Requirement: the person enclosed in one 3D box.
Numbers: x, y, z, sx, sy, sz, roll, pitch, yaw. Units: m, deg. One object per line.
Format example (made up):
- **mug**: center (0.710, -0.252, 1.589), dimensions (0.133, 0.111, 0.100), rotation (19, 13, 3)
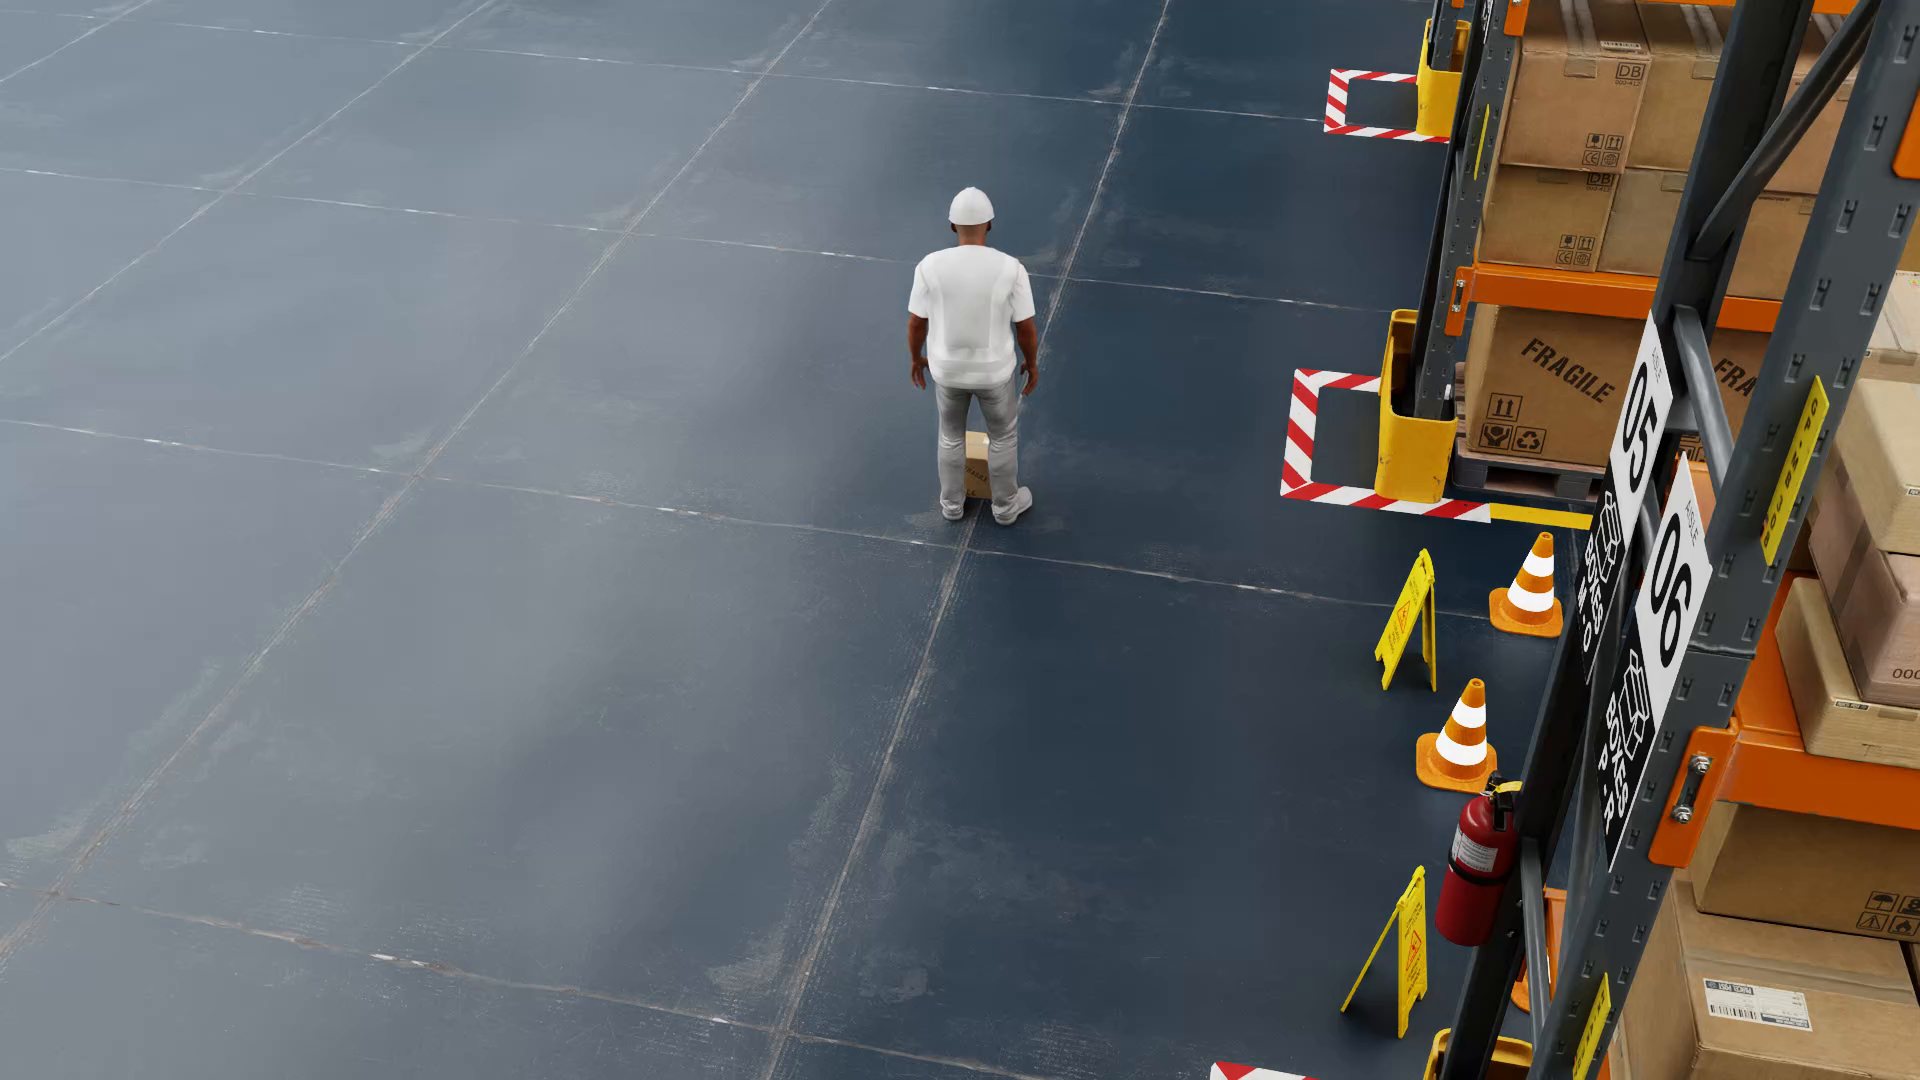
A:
- **person**: center (0.067, -0.868, 8.130), dimensions (0.634, 1.759, 0.460), rotation (5, 37, 7)
